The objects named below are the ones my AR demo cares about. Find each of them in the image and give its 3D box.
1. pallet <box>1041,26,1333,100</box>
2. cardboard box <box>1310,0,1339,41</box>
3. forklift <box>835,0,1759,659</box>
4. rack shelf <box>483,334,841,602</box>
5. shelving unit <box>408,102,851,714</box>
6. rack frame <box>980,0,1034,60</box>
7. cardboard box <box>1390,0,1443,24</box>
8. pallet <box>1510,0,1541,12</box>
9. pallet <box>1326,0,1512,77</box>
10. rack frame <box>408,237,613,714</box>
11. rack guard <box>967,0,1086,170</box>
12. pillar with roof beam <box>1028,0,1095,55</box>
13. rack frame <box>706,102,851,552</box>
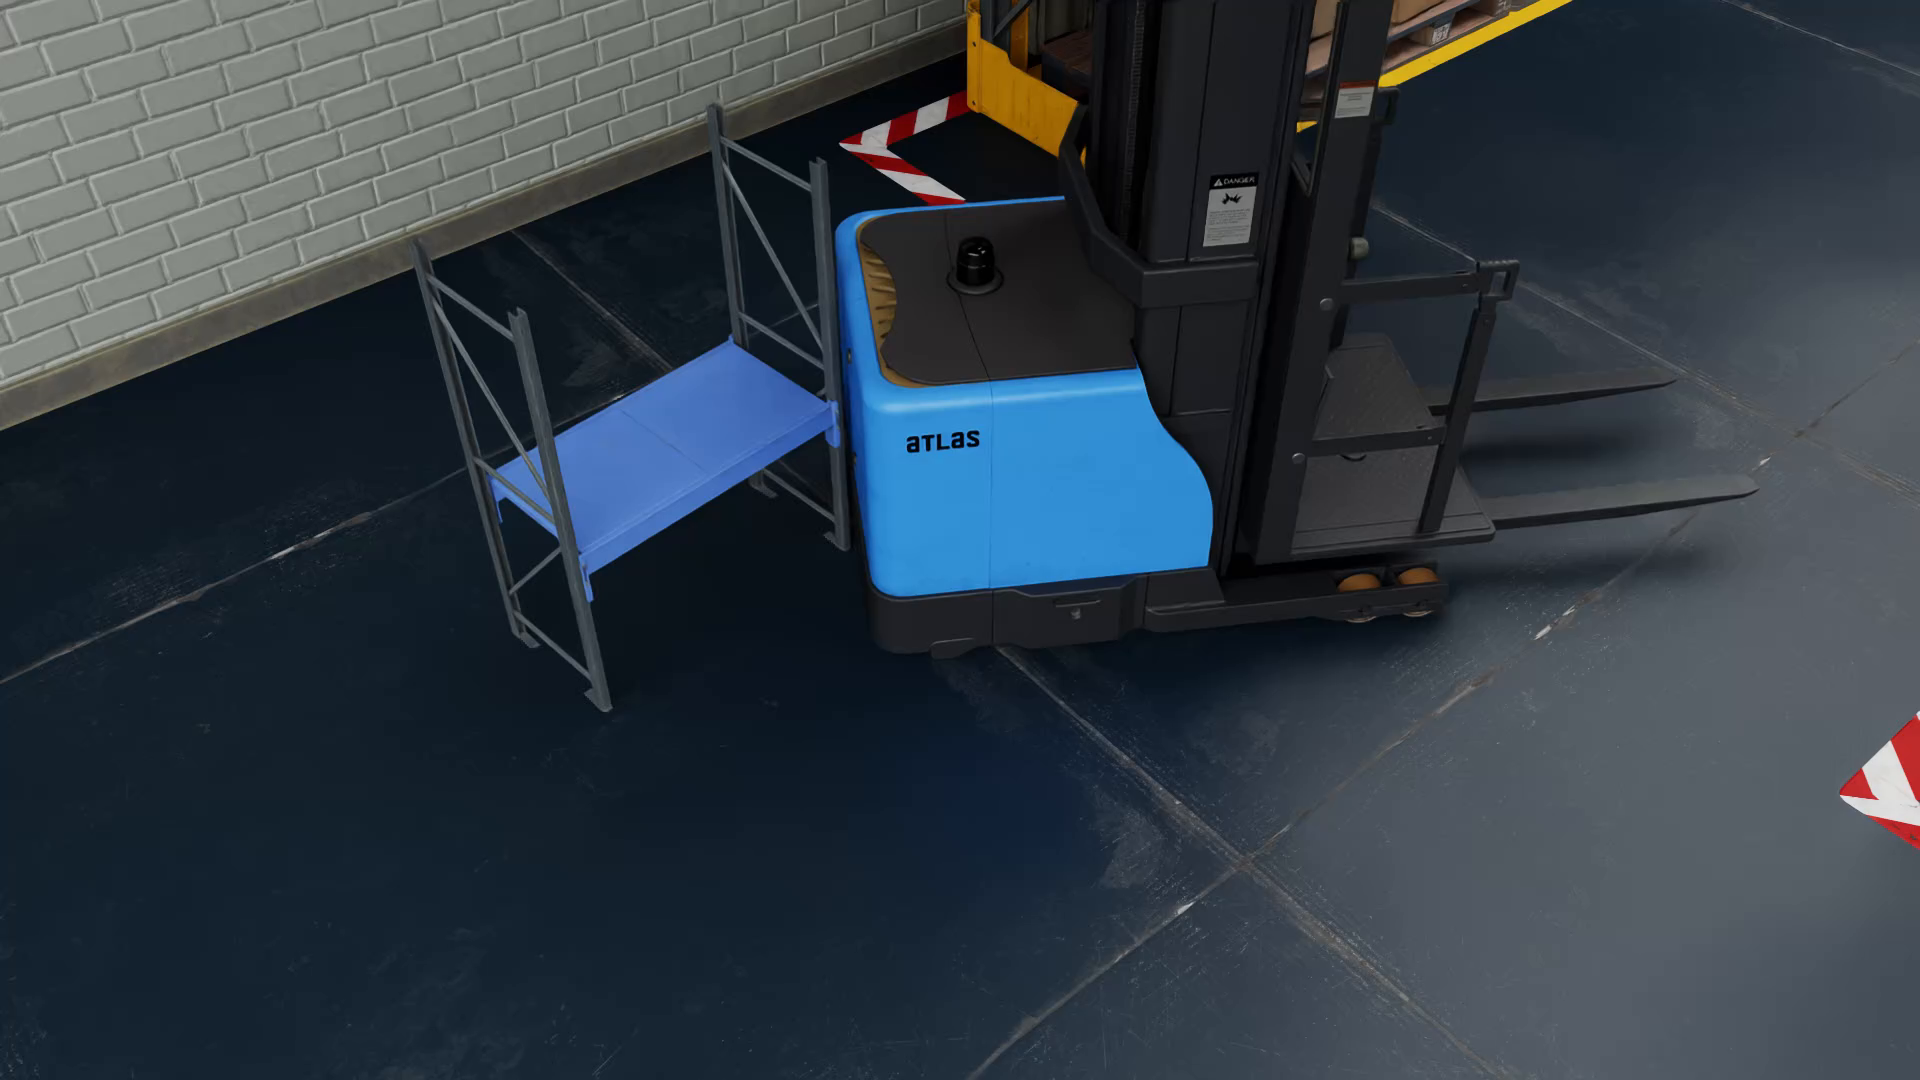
[{"bbox_3d":[1.159,-2.282,8.025,1.213,0.211,1.003,-30,51,-28],"label":"pallet"},{"bbox_3d":[1.480,-2.614,7.985,0.500,0.311,0.500,-26,49,-25],"label":"cardboard box"},{"bbox_3d":[1.150,-1.151,4.834,3.031,2.935,1.130,-6,44,-6],"label":"forklift"},{"bbox_3d":[-0.919,-0.251,5.185,0.538,0.185,1.000,34,53,31],"label":"rack shelf"},{"bbox_3d":[-0.919,-0.382,5.061,0.538,1.500,1.048,34,53,31],"label":"shelving unit"},{"bbox_3d":[0.454,-2.927,6.675,0.127,3.000,1.000,-30,51,-28],"label":"rack frame"},{"bbox_3d":[2.075,-2.979,8.235,0.500,0.500,0.700,-33,52,-30],"label":"cardboard box"},{"bbox_3d":[3.030,-3.354,9.167,1.213,0.211,1.003,-30,51,-28],"label":"pallet"},{"bbox_3d":[2.094,-2.815,8.593,1.213,0.211,1.003,-30,51,-28],"label":"pallet"},{"bbox_3d":[-1.273,-0.133,4.796,0.500,1.500,0.032,34,53,31],"label":"rack frame"},{"bbox_3d":[0.513,-2.049,7.566,0.348,0.500,1.175,-30,51,-28],"label":"rack guard"},{"bbox_3d":[3.198,-3.615,3.025,0.400,9.000,9.100,-30,51,-28],"label":"pillar with roof beam"},{"bbox_3d":[-0.564,-0.632,5.327,0.500,1.500,0.032,34,53,31],"label":"rack frame"}]
